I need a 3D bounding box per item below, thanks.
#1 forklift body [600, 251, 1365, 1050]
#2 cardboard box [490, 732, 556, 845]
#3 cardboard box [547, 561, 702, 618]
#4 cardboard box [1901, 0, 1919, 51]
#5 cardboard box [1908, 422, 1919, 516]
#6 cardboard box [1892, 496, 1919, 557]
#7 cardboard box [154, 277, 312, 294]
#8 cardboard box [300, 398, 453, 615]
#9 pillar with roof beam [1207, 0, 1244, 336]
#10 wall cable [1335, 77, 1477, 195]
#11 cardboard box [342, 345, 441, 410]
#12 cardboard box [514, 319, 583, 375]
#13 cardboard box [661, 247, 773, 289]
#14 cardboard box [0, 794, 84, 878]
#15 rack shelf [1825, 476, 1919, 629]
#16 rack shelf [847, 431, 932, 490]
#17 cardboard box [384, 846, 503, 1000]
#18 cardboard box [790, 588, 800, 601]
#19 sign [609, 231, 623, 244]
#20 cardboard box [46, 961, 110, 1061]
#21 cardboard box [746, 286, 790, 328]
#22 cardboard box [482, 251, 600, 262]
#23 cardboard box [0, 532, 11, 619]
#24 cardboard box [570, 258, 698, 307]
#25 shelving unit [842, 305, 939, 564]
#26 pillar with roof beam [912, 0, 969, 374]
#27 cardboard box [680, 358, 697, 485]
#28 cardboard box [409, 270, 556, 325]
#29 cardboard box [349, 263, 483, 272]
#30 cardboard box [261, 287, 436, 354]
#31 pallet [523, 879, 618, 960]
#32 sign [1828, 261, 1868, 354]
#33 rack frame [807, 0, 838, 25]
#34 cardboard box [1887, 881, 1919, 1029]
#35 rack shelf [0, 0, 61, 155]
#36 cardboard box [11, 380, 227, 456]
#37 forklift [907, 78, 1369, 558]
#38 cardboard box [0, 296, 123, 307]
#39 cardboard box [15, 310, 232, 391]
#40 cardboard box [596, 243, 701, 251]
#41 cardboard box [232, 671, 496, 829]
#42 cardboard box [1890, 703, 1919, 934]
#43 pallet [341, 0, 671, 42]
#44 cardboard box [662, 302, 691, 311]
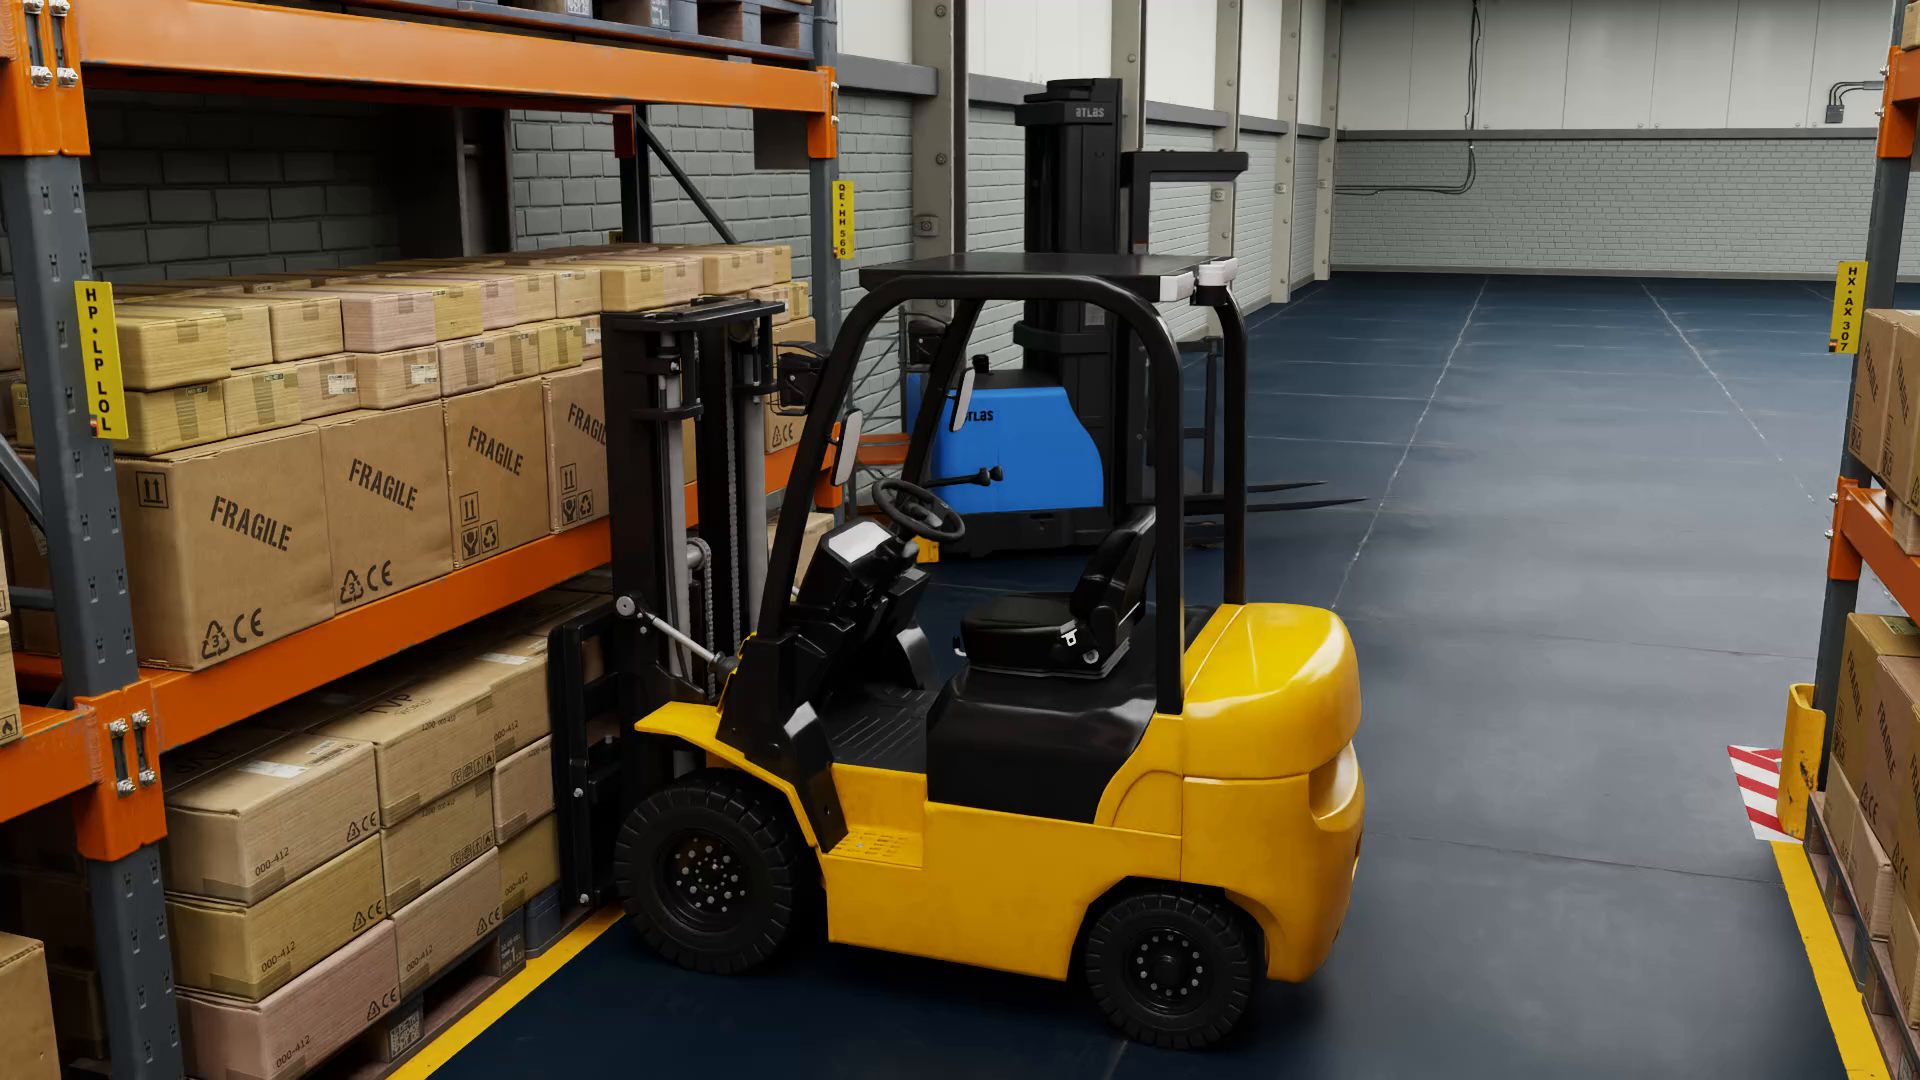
[{"bbox_3d":[0.104,0.219,5.197,2.313,2.155,1.214,4,14,18],"label":"forklift body"},{"bbox_3d":[-1.520,0.718,5.215,0.500,0.250,0.500,4,14,18],"label":"cardboard box"},{"bbox_3d":[-1.176,0.257,6.110,0.500,0.250,0.500,5,14,19],"label":"cardboard box"},{"bbox_3d":[3.275,-1.663,5.355,0.380,0.149,0.250,4,14,18],"label":"cardboard box"},{"bbox_3d":[2.945,-0.267,4.522,0.500,0.500,0.500,4,13,17],"label":"cardboard box"},{"bbox_3d":[3.027,-0.036,4.969,0.380,0.149,0.250,5,14,19],"label":"cardboard box"},{"bbox_3d":[-2.167,-0.700,4.961,0.380,0.149,0.250,4,13,17],"label":"cardboard box"},{"bbox_3d":[-1.759,-0.118,4.539,0.500,0.500,0.500,5,14,19],"label":"cardboard box"},{"bbox_3d":[7.811,-7.049,21.648,9.100,9.000,0.400,4,14,18],"label":"pillar with roof beam"},{"bbox_3d":[9.824,-8.897,36.722,3.097,2.526,0.112,4,14,18],"label":"wall cable"},{"bbox_3d":[-1.661,-0.455,4.558,0.380,0.149,0.250,5,14,20],"label":"cardboard box"},{"bbox_3d":[-1.432,-0.621,5.285,0.380,0.149,0.250,4,13,17],"label":"cardboard box"},{"bbox_3d":[-0.976,-1.091,6.676,0.380,0.149,0.250,4,14,18],"label":"cardboard box"},{"bbox_3d":[-2.327,0.647,4.400,0.500,0.250,0.500,5,14,20],"label":"cardboard box"},{"bbox_3d":[3.042,0.403,4.100,1.077,0.370,4.000,4,14,18],"label":"rack shelf"},{"bbox_3d":[-0.514,-0.522,10.682,0.538,0.185,1.000,-3,13,-9],"label":"rack shelf"},{"bbox_3d":[-1.683,1.066,4.812,0.500,0.250,0.500,4,13,17],"label":"cardboard box"},{"bbox_3d":[-0.870,0.291,7.083,0.500,0.250,0.500,4,14,18],"label":"cardboard box"},{"bbox_3d":[-1.532,-1.228,7.503,0.100,0.325,0.005,4,14,18],"label":"sign"},{"bbox_3d":[-2.337,1.135,4.508,0.500,0.250,0.500,5,14,19],"label":"cardboard box"},{"bbox_3d":[-0.910,-0.942,6.690,0.380,0.149,0.250,5,14,19],"label":"cardboard box"},{"bbox_3d":[-1.602,-1.020,6.366,0.380,0.149,0.250,4,14,19],"label":"cardboard box"},{"bbox_3d":[-2.220,0.068,3.165,0.500,0.250,0.500,4,13,17],"label":"cardboard box"},{"bbox_3d":[-1.165,-0.924,5.945,0.380,0.149,0.250,5,14,20],"label":"cardboard box"},{"bbox_3d":[-0.516,-0.695,10.633,0.587,1.500,1.083,-3,13,-9],"label":"shelving unit"},{"bbox_3d":[3.928,-4.522,10.578,9.100,9.000,0.400,4,14,18],"label":"pillar with roof beam"},{"bbox_3d":[-1.262,-0.436,5.931,0.500,0.500,0.500,4,13,17],"label":"cardboard box"},{"bbox_3d":[-1.513,-0.770,5.270,0.380,0.149,0.250,4,14,19],"label":"cardboard box"},{"bbox_3d":[-1.847,-0.857,5.650,0.380,0.149,0.250,4,14,19],"label":"cardboard box"},{"bbox_3d":[-1.665,-0.602,4.534,0.380,0.149,0.250,5,14,20],"label":"cardboard box"},{"bbox_3d":[-1.613,1.054,5.897,1.003,0.211,1.213,4,14,18],"label":"pallet"},{"bbox_3d":[3.176,-0.830,5.939,0.100,0.325,0.005,4,14,18],"label":"sign"},{"bbox_3d":[-1.009,-3.651,6.760,1.000,3.000,0.127,4,14,18],"label":"rack frame"},{"bbox_3d":[2.830,1.139,4.491,0.500,0.250,0.500,5,14,22],"label":"cardboard box"},{"bbox_3d":[-2.950,-0.574,1.638,1.077,0.370,4.000,4,14,18],"label":"rack shelf"},{"bbox_3d":[-1.951,-0.297,3.865,0.380,0.149,0.250,4,13,18],"label":"cardboard box"},{"bbox_3d":[1.210,-1.475,10.862,3.031,2.935,1.130,-3,13,-15],"label":"forklift"},{"bbox_3d":[-2.365,-0.532,4.229,0.380,0.149,0.250,4,13,17],"label":"cardboard box"},{"bbox_3d":[-1.919,-0.439,3.821,0.380,0.149,0.250,5,14,20],"label":"cardboard box"},{"bbox_3d":[-1.319,-1.181,7.068,0.380,0.149,0.250,4,13,17],"label":"cardboard box"},{"bbox_3d":[-1.674,0.578,4.701,0.500,0.250,0.500,4,14,18],"label":"cardboard box"},{"bbox_3d":[2.824,0.771,4.418,0.500,0.500,0.500,5,14,19],"label":"cardboard box"},{"bbox_3d":[-1.655,-1.740,5.330,1.003,0.211,1.213,4,14,18],"label":"pallet"},{"bbox_3d":[-1.185,-0.780,5.984,0.380,0.149,0.250,4,13,17],"label":"cardboard box"}]
